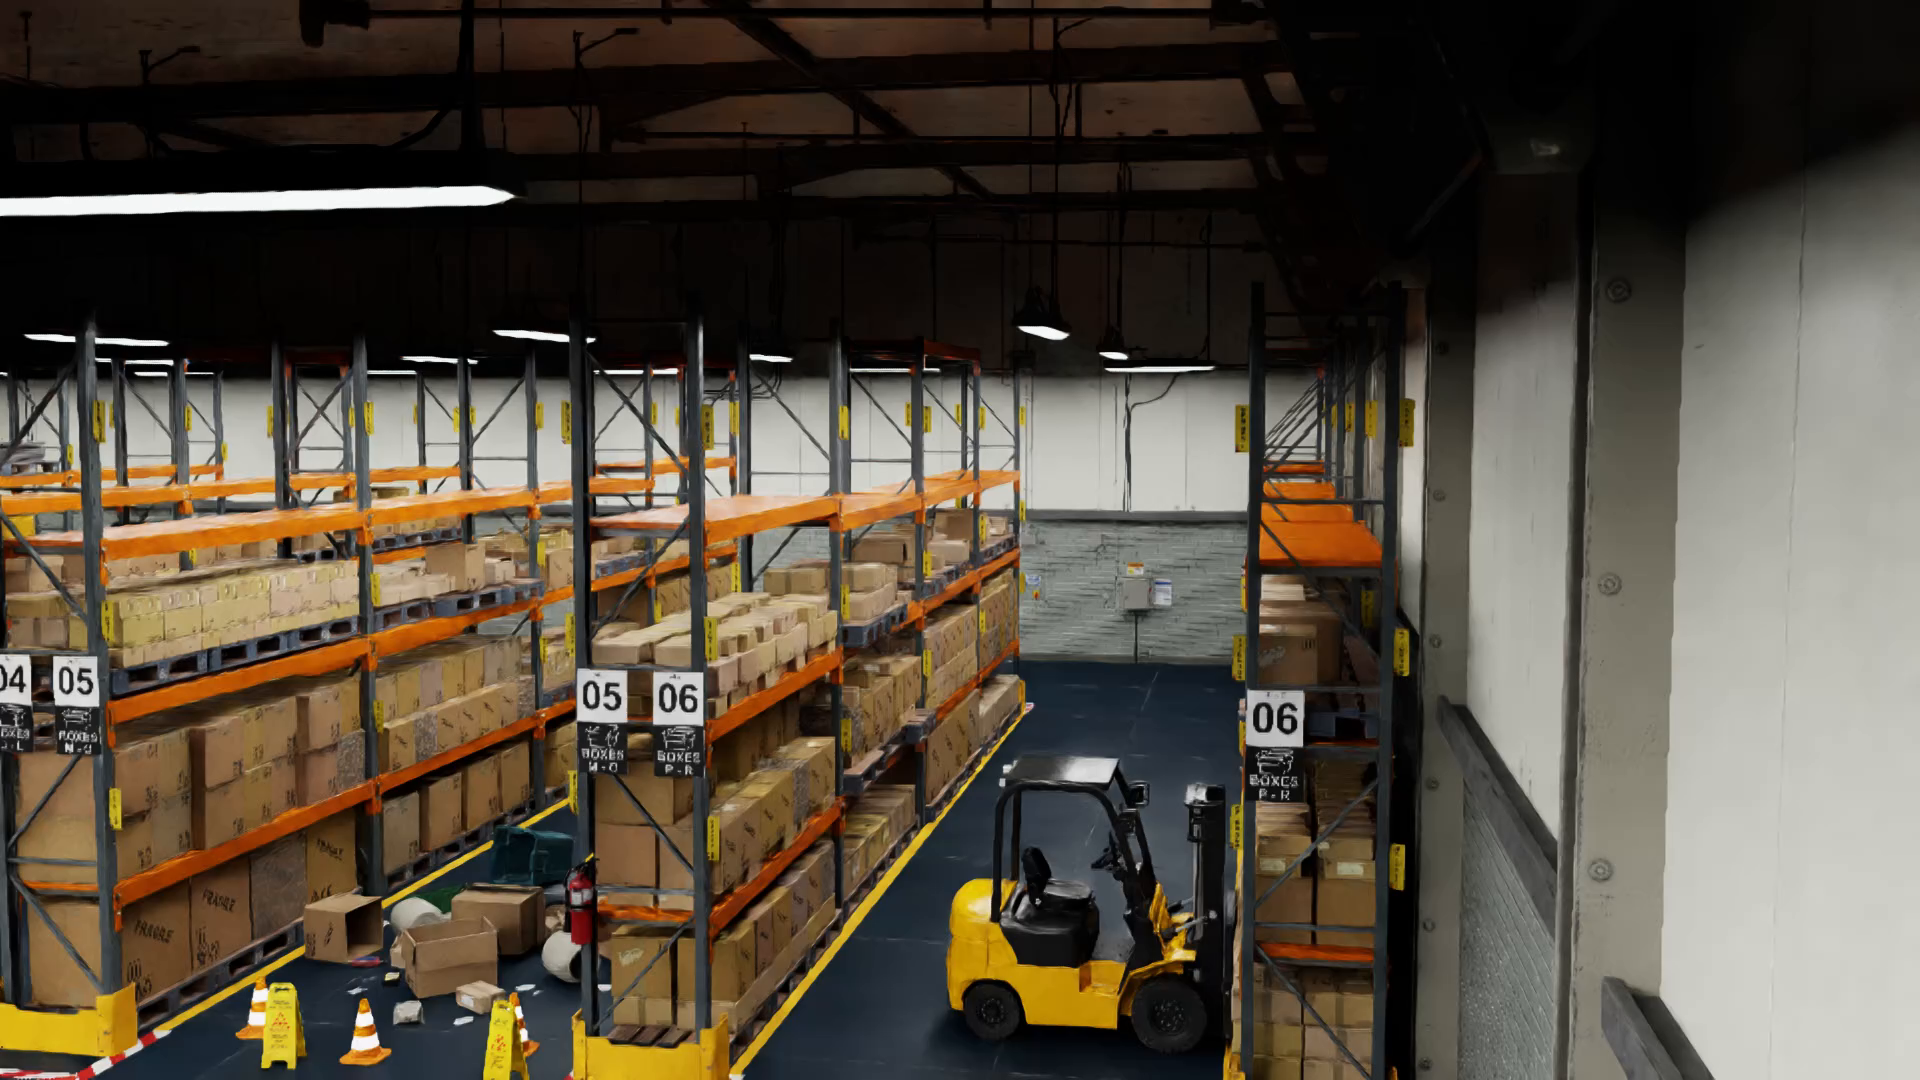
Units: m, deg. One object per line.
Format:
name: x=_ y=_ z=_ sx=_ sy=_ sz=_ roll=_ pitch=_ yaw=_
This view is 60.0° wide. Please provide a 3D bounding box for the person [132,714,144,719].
person: x=-9.576 y=2.724 z=19.571 sx=0.724 sy=1.713 sz=0.899 roll=0 pitch=5 yaw=-6
